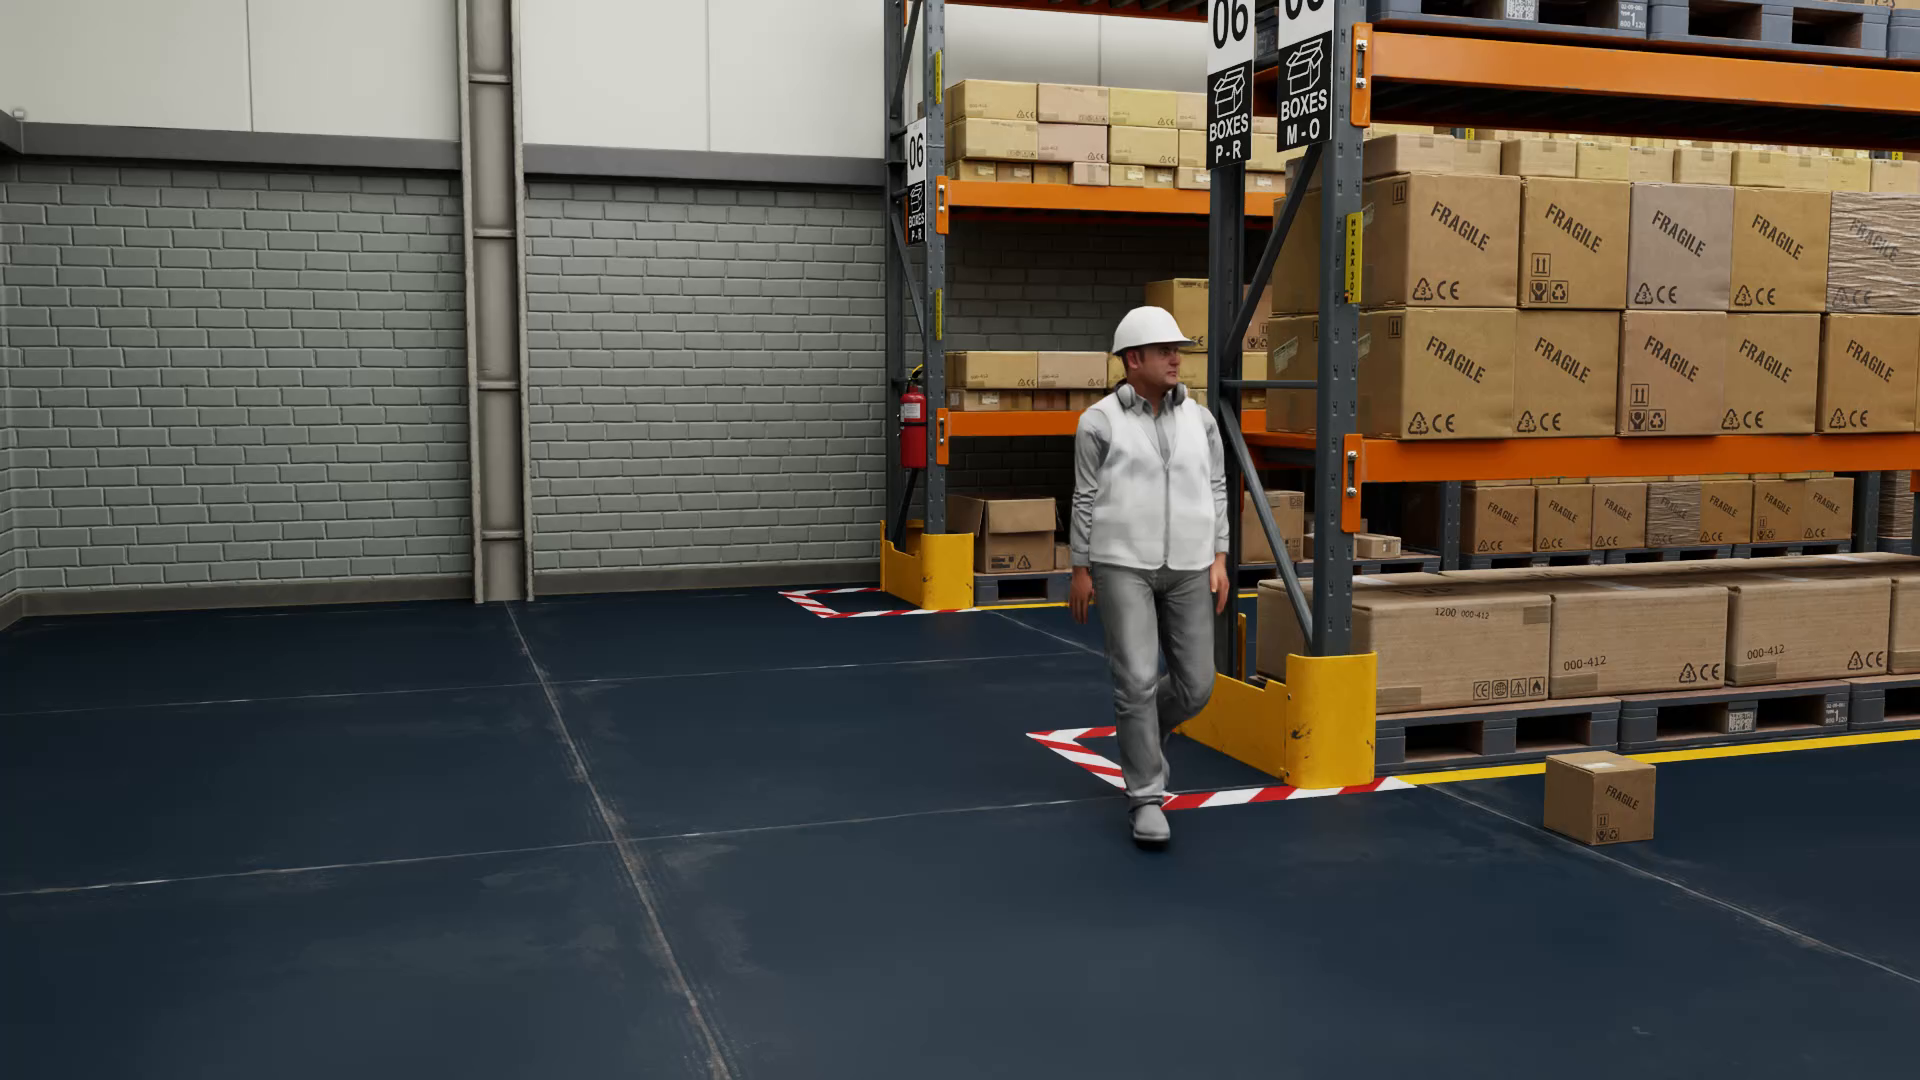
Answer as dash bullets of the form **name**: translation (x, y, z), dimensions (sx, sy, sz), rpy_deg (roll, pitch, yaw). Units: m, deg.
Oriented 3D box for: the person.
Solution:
- **person**: translation (0.657, 0.086, 5.679), dimensions (0.561, 1.754, 0.753), rpy_deg (-1, 6, -11)
